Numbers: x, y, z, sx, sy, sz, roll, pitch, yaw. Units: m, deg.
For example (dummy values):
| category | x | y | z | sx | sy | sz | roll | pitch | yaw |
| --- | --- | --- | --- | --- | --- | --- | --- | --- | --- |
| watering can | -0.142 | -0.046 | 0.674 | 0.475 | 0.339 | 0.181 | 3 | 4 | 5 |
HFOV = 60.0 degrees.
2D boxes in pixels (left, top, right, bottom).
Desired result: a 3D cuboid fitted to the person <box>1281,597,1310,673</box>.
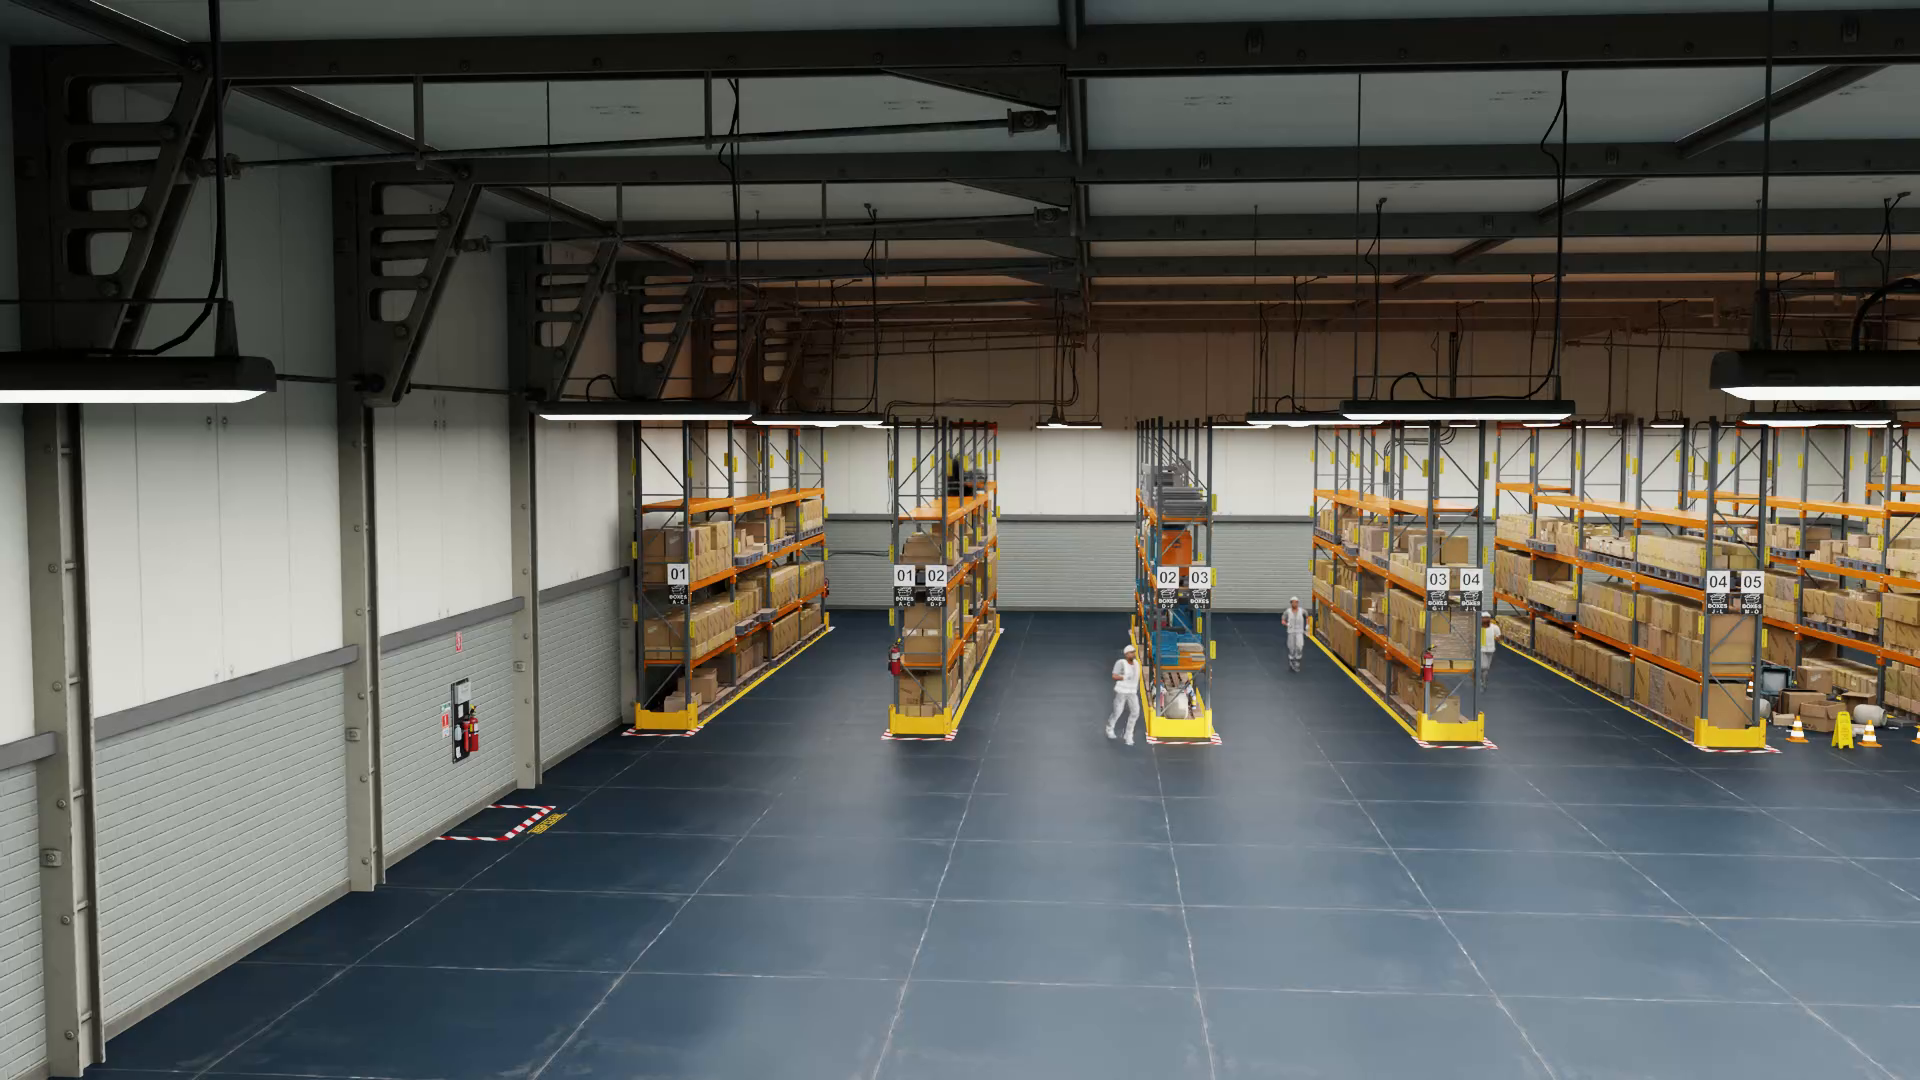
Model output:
| category | x | y | z | sx | sy | sz | roll | pitch | yaw |
| --- | --- | --- | --- | --- | --- | --- | --- | --- | --- |
| person | 7.993 | 2.256 | 39.639 | 0.661 | 1.812 | 0.756 | 1 | 4 | 14 |

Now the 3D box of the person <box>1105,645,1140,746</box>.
| category | x | y | z | sx | sy | sz | roll | pitch | yaw |
| --- | --- | --- | --- | --- | --- | --- | --- | --- | --- |
| person | 3.062 | 2.848 | 30.590 | 0.677 | 1.842 | 0.758 | -2 | 4 | -28 |

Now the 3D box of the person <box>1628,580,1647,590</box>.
| category | x | y | z | sx | sy | sz | roll | pitch | yaw |
| --- | --- | --- | --- | --- | --- | --- | --- | --- | --- |
| person | 19.356 | 1.875 | 47.277 | 0.918 | 1.521 | 0.603 | 1 | 4 | 12 |

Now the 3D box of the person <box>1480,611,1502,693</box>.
| category | x | y | z | sx | sy | sz | roll | pitch | yaw |
| --- | --- | --- | --- | --- | --- | --- | --- | --- | --- |
| person | 11.560 | 2.474 | 36.553 | 0.655 | 1.825 | 0.749 | 0 | 4 | 0 |
